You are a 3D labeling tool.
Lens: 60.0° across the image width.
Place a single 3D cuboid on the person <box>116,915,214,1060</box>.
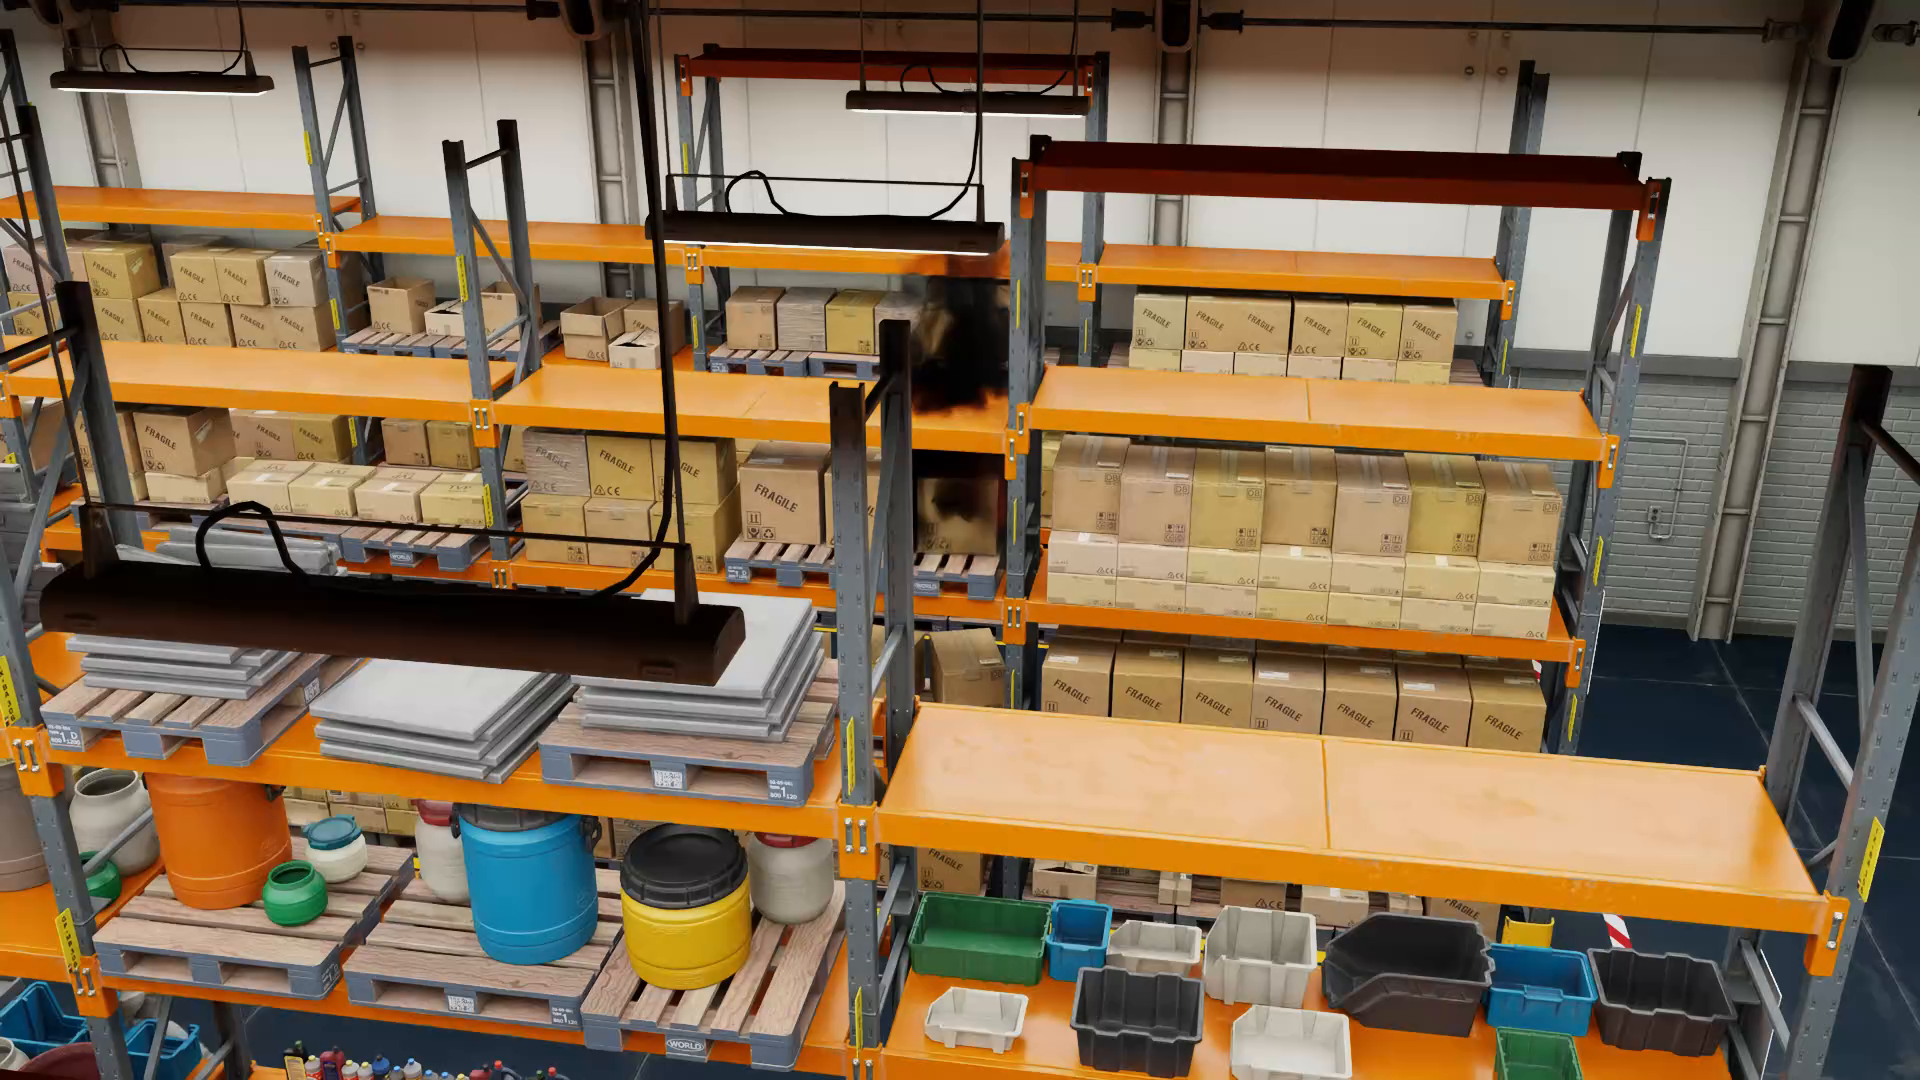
[{"bbox_3d":[-5.564,3.000,11.112,0.894,1.653,0.612,2,23,5],"label":"person"}]
